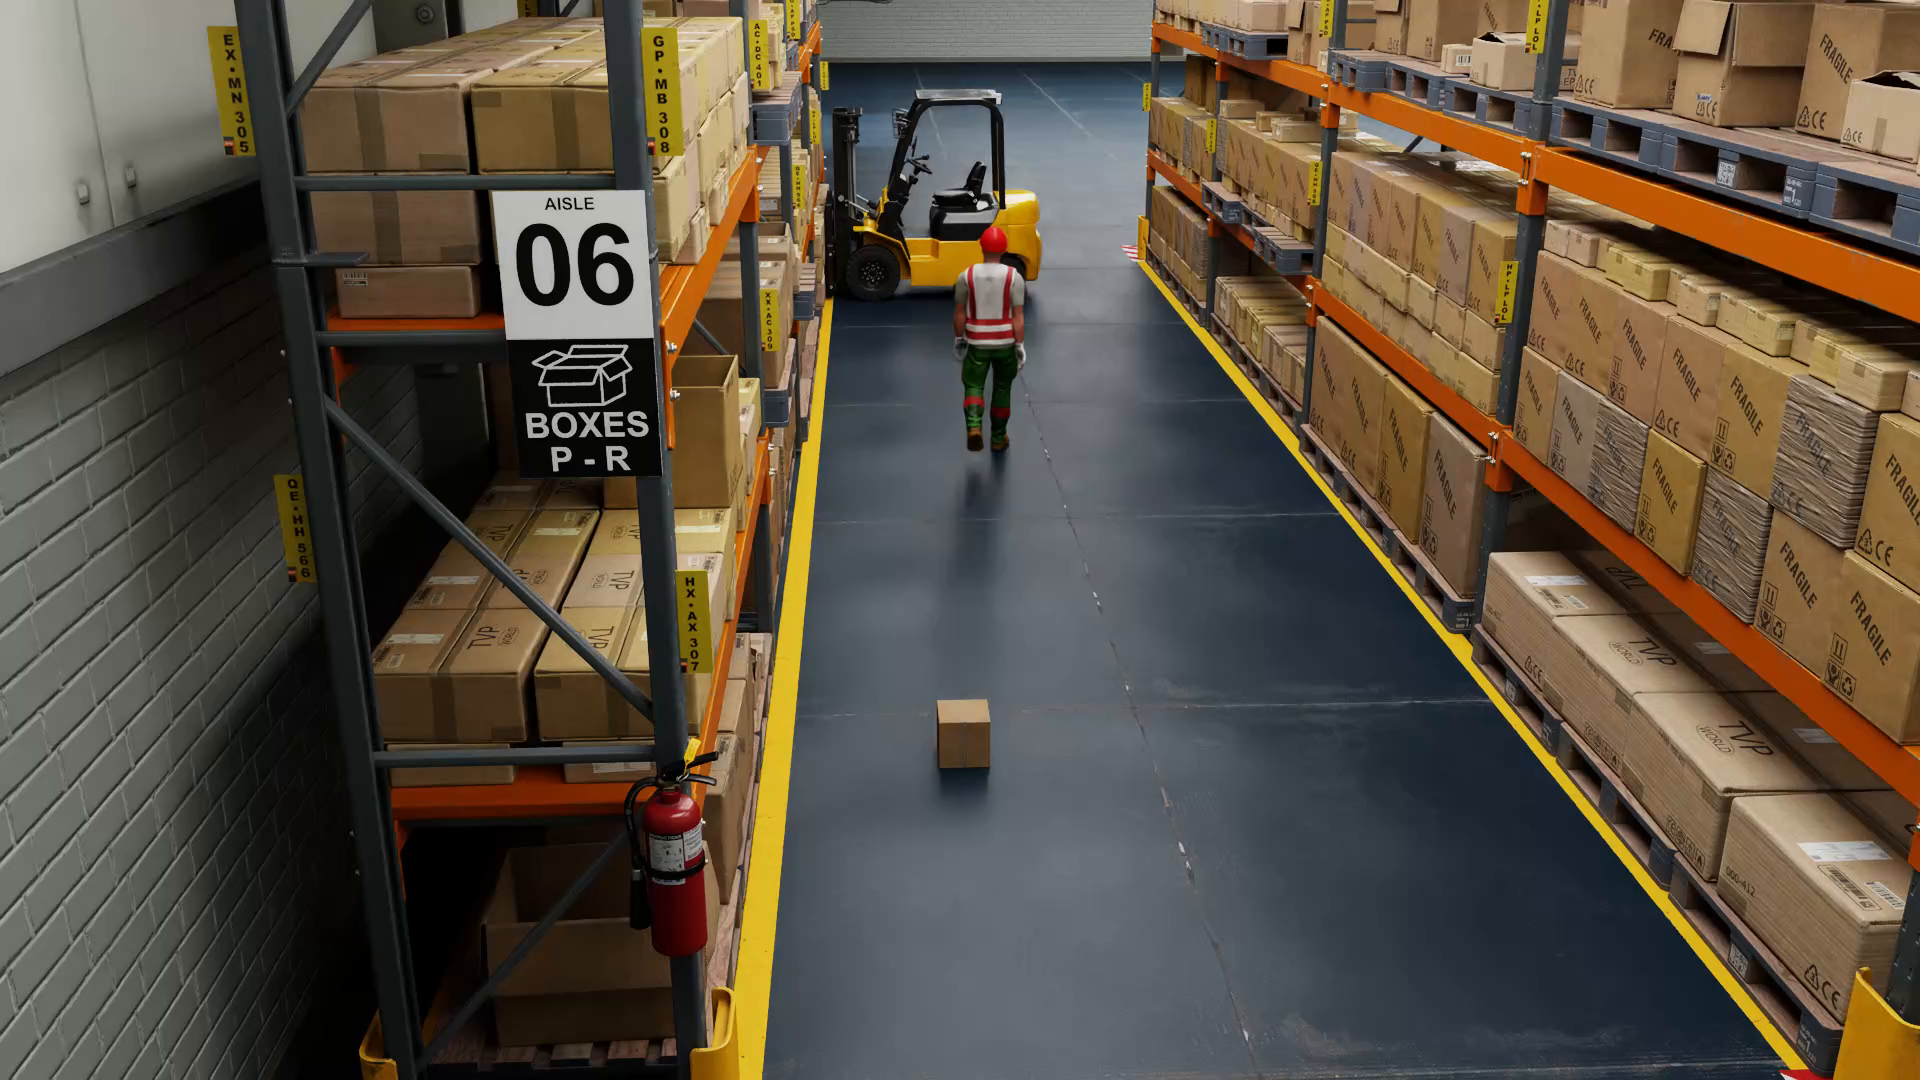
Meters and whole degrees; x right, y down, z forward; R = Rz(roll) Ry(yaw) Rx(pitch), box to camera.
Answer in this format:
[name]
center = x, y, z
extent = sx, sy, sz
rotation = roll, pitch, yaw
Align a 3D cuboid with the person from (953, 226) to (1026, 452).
[person]
center = 0.224, -1.486, 12.562
extent = 0.553, 1.766, 0.827
rotation = 2, 20, 4
